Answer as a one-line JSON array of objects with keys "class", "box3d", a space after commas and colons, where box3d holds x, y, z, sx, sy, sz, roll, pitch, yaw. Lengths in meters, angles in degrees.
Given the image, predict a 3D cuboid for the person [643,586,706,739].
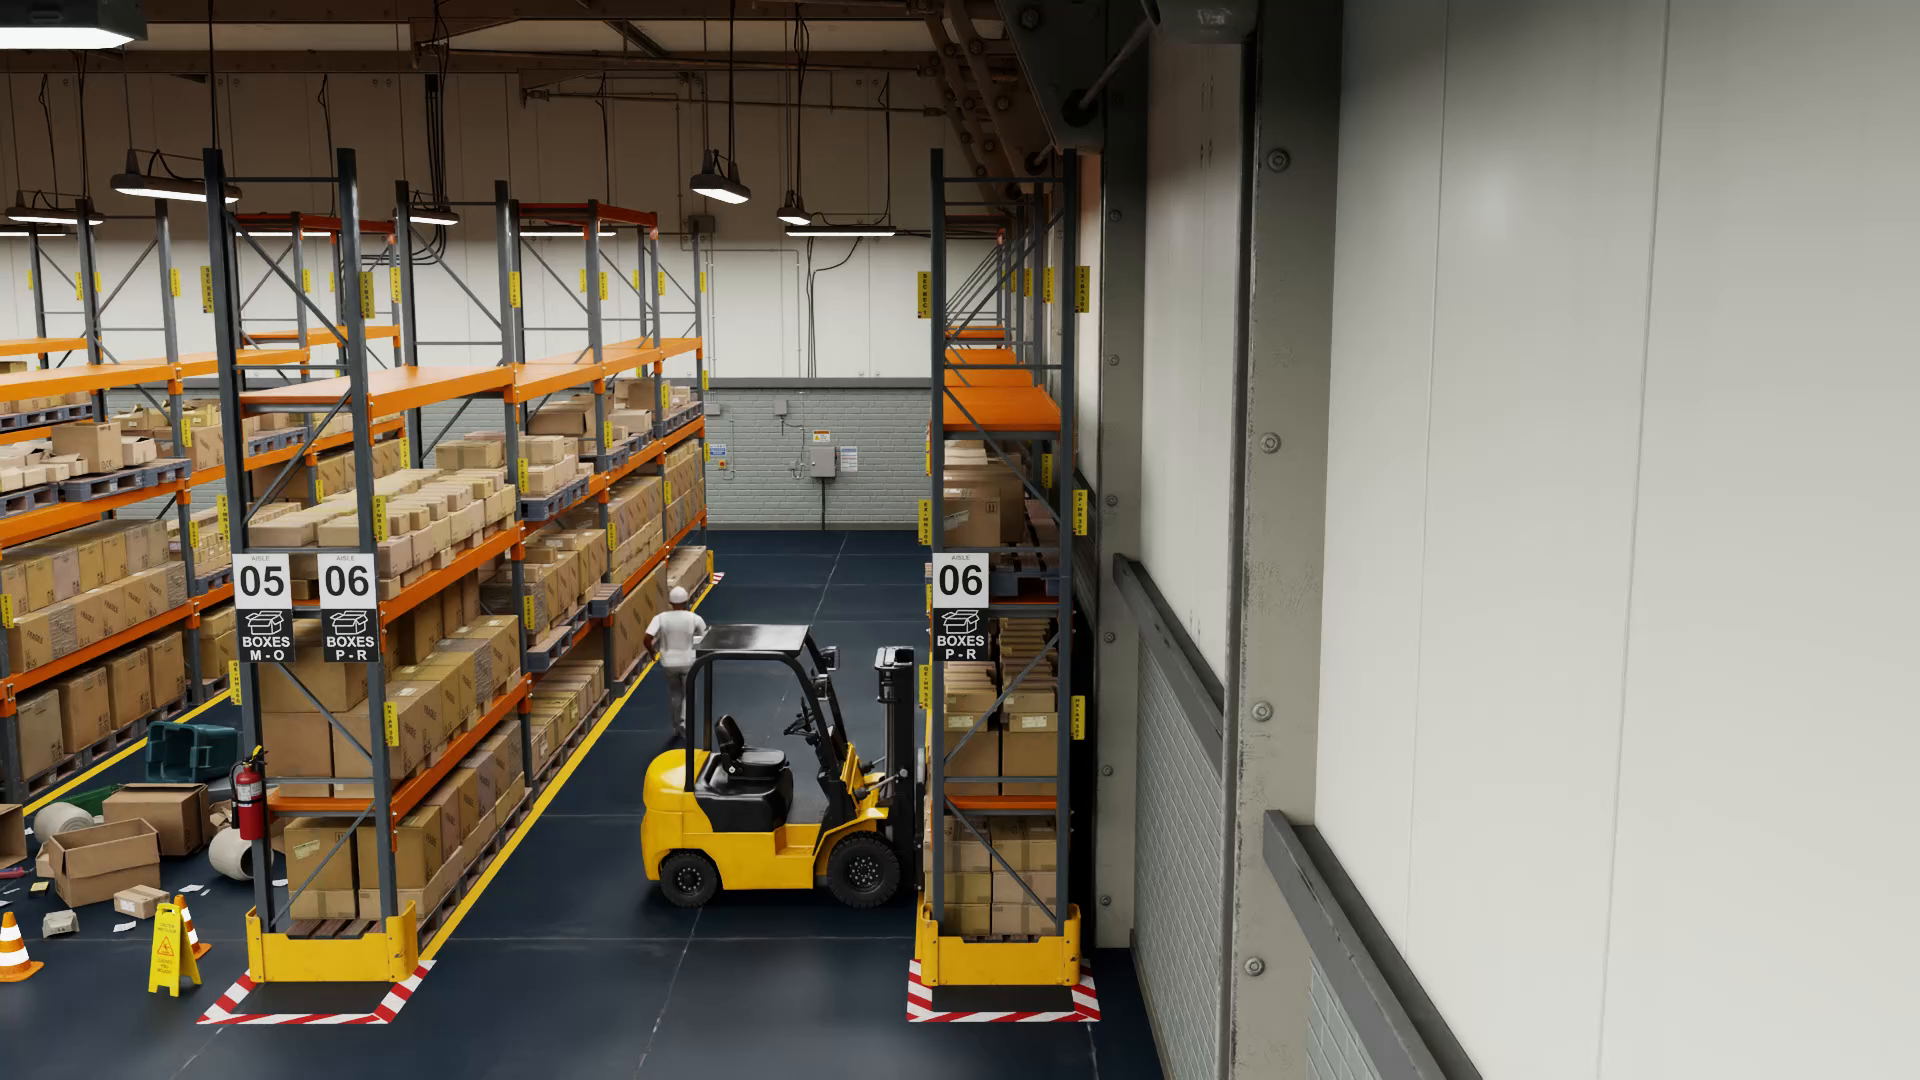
[{"class": "person", "box3d": [-3.105, 1.370, 18.394, 0.716, 1.748, 0.931, 0, 9, -2]}]
